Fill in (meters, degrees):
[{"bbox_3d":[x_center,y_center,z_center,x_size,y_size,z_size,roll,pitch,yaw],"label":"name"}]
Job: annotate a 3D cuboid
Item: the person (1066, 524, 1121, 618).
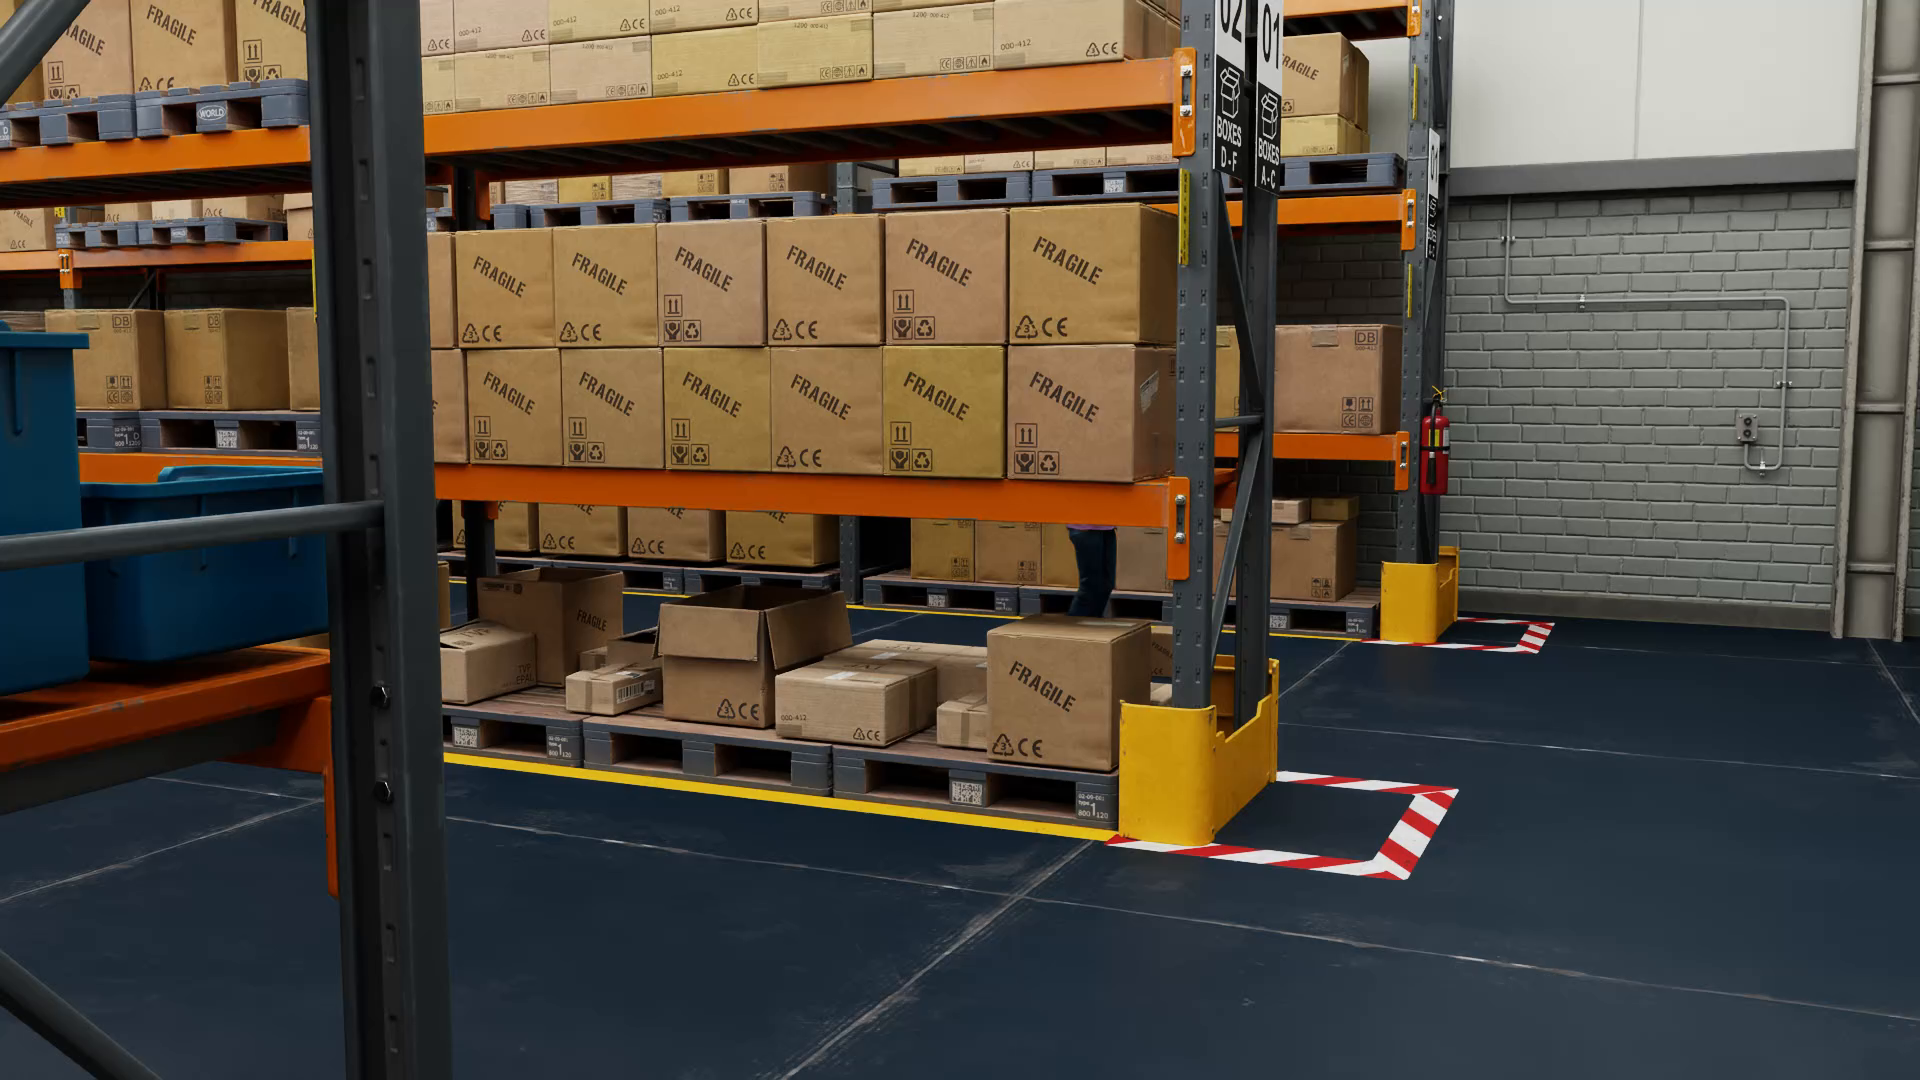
[{"bbox_3d":[0.771,-0.047,9.553,0.308,1.586,0.406,3,6,25],"label":"person"}]
